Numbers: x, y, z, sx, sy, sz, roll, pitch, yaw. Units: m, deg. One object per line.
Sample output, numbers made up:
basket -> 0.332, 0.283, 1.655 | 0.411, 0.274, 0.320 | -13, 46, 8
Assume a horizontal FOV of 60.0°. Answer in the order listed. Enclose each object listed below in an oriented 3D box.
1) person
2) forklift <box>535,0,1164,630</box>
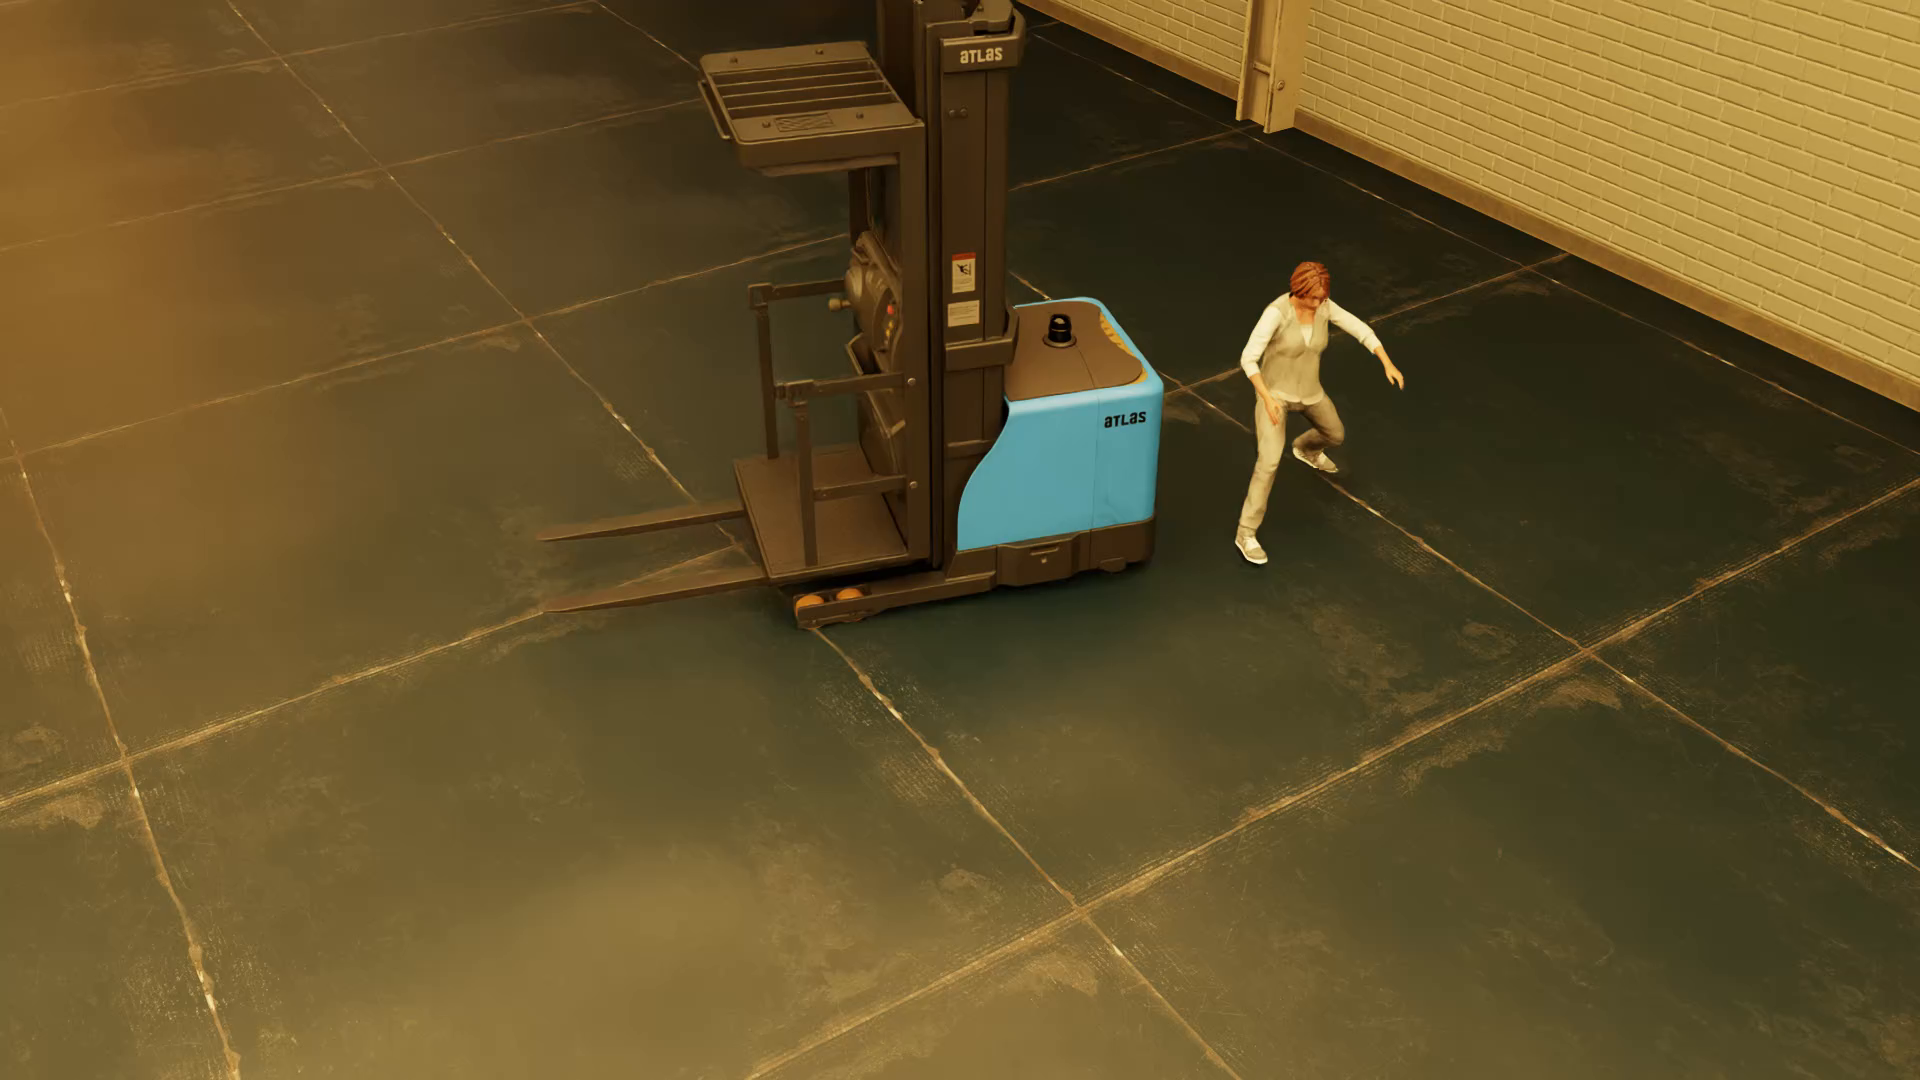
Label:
person -> 1.765, -0.731, 8.539 | 0.912, 1.428, 0.900 | -12, 37, -17
forklift -> -0.587, -1.103, 7.717 | 3.031, 2.935, 1.130 | -9, 36, -13
